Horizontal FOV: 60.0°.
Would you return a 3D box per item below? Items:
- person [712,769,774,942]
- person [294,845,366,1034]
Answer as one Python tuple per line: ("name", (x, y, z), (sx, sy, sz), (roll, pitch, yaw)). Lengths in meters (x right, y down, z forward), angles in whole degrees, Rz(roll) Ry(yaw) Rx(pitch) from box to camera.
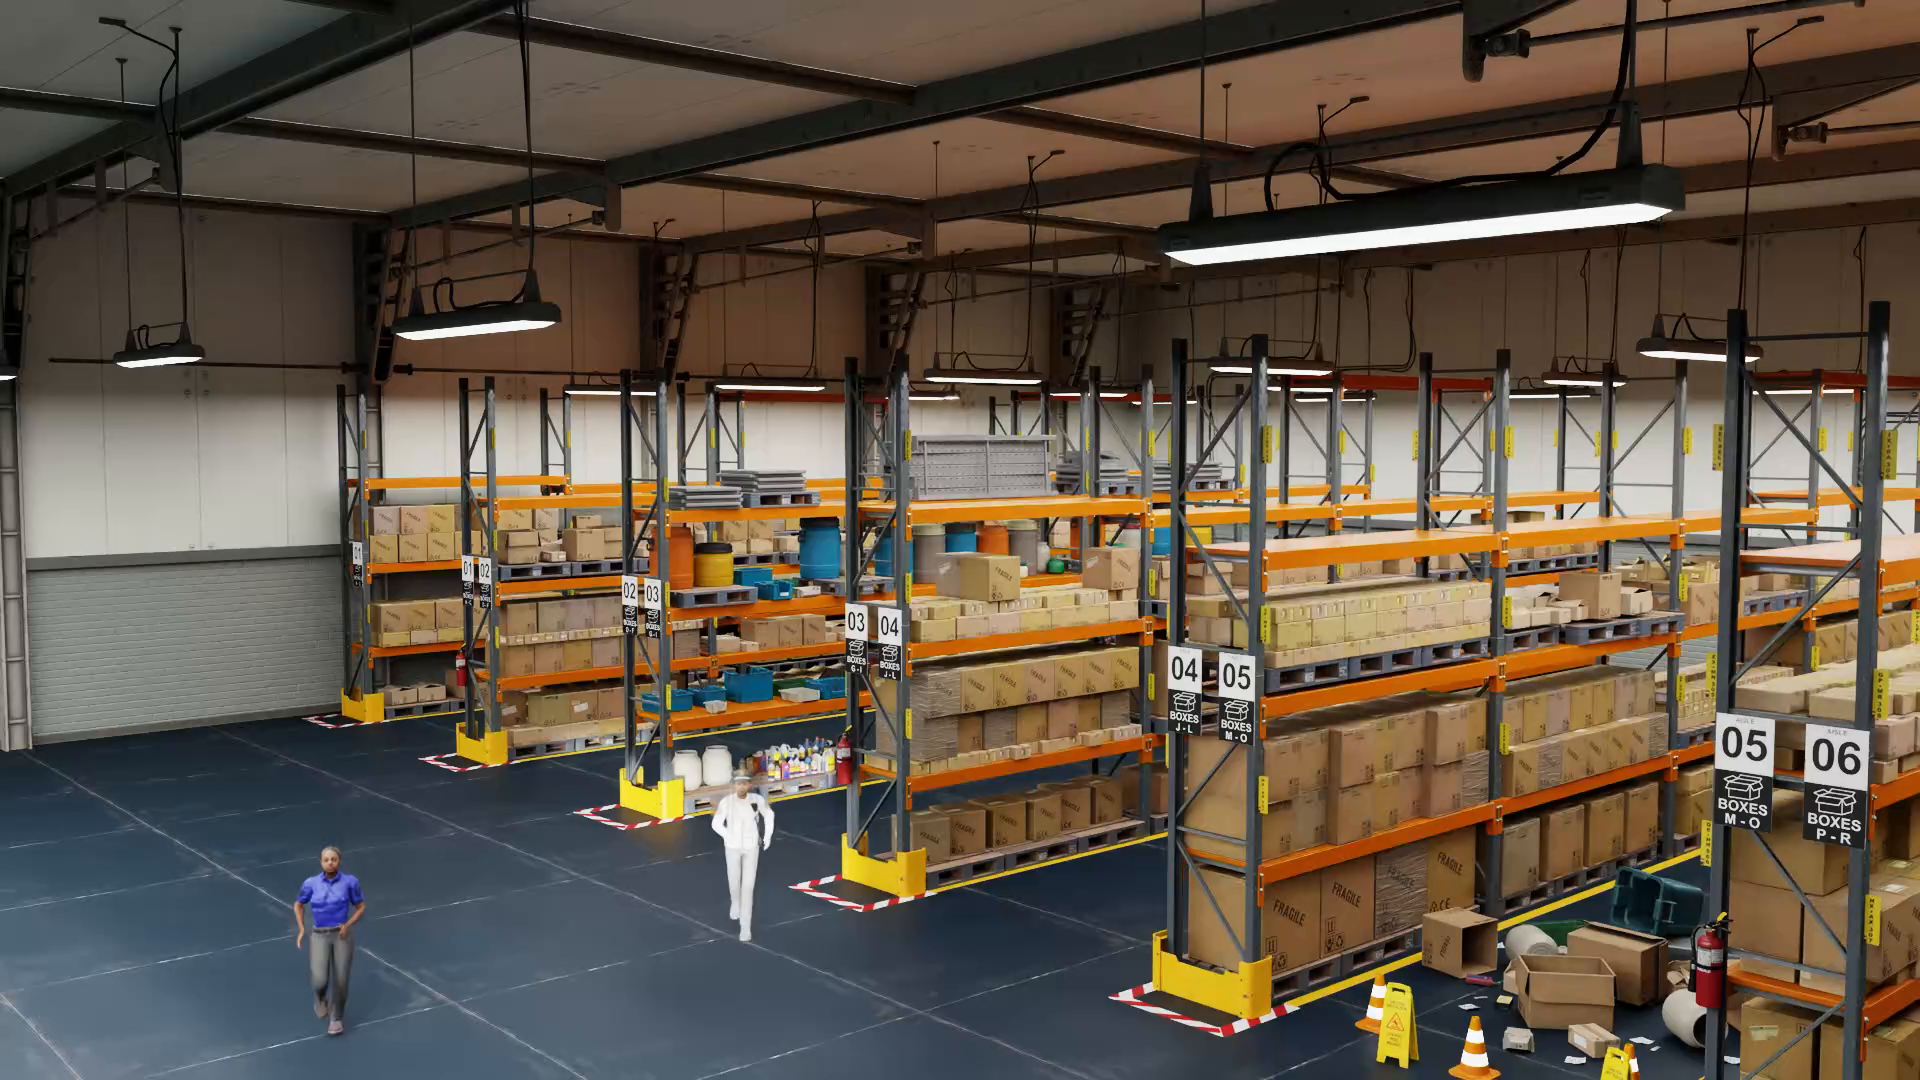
("person", (-2.238, 3.194, 17.190), (0.638, 1.716, 0.819), (0, 4, -6))
("person", (-5.370, 3.425, 14.220), (0.559, 1.611, 0.557), (-1, 4, -19))
